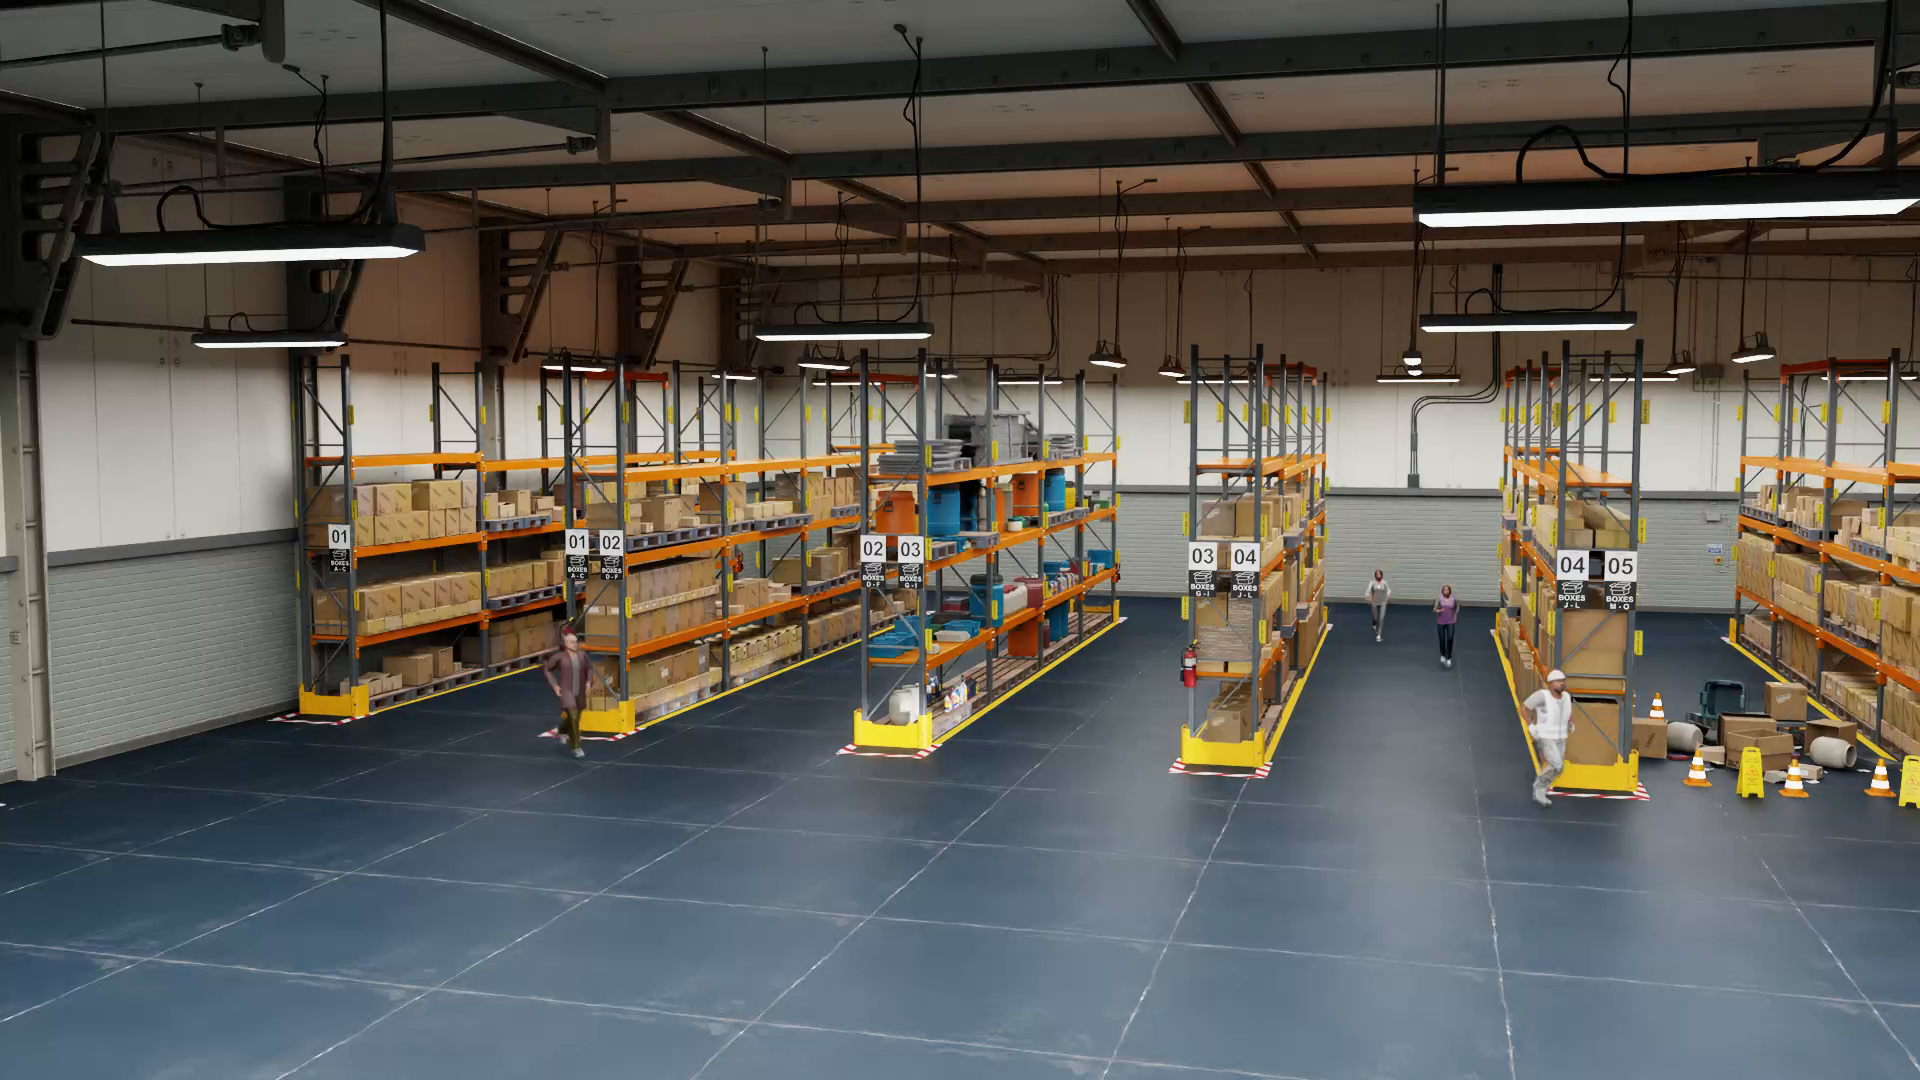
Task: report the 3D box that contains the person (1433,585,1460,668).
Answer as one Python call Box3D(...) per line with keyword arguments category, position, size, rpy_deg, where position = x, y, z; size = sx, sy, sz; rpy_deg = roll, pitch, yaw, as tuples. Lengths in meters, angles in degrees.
Box3D(category="person", position=(9.704, 1.709, 33.203), size=(0.517, 1.642, 0.683), rpy_deg=(1, 4, 15))

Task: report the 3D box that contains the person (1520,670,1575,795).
Box3D(category="person", position=(7.567, 2.498, 21.229), size=(0.674, 1.684, 0.583), rpy_deg=(-2, 5, -22))

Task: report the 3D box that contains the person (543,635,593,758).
Box3D(category="person", position=(-5.793, 2.288, 24.688), size=(0.734, 1.786, 0.934), rpy_deg=(-4, 6, -42))

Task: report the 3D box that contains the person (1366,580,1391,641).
Box3D(category="person", position=(9.344, 1.557, 37.162), size=(0.543, 1.356, 0.689), rpy_deg=(1, 4, 9))
